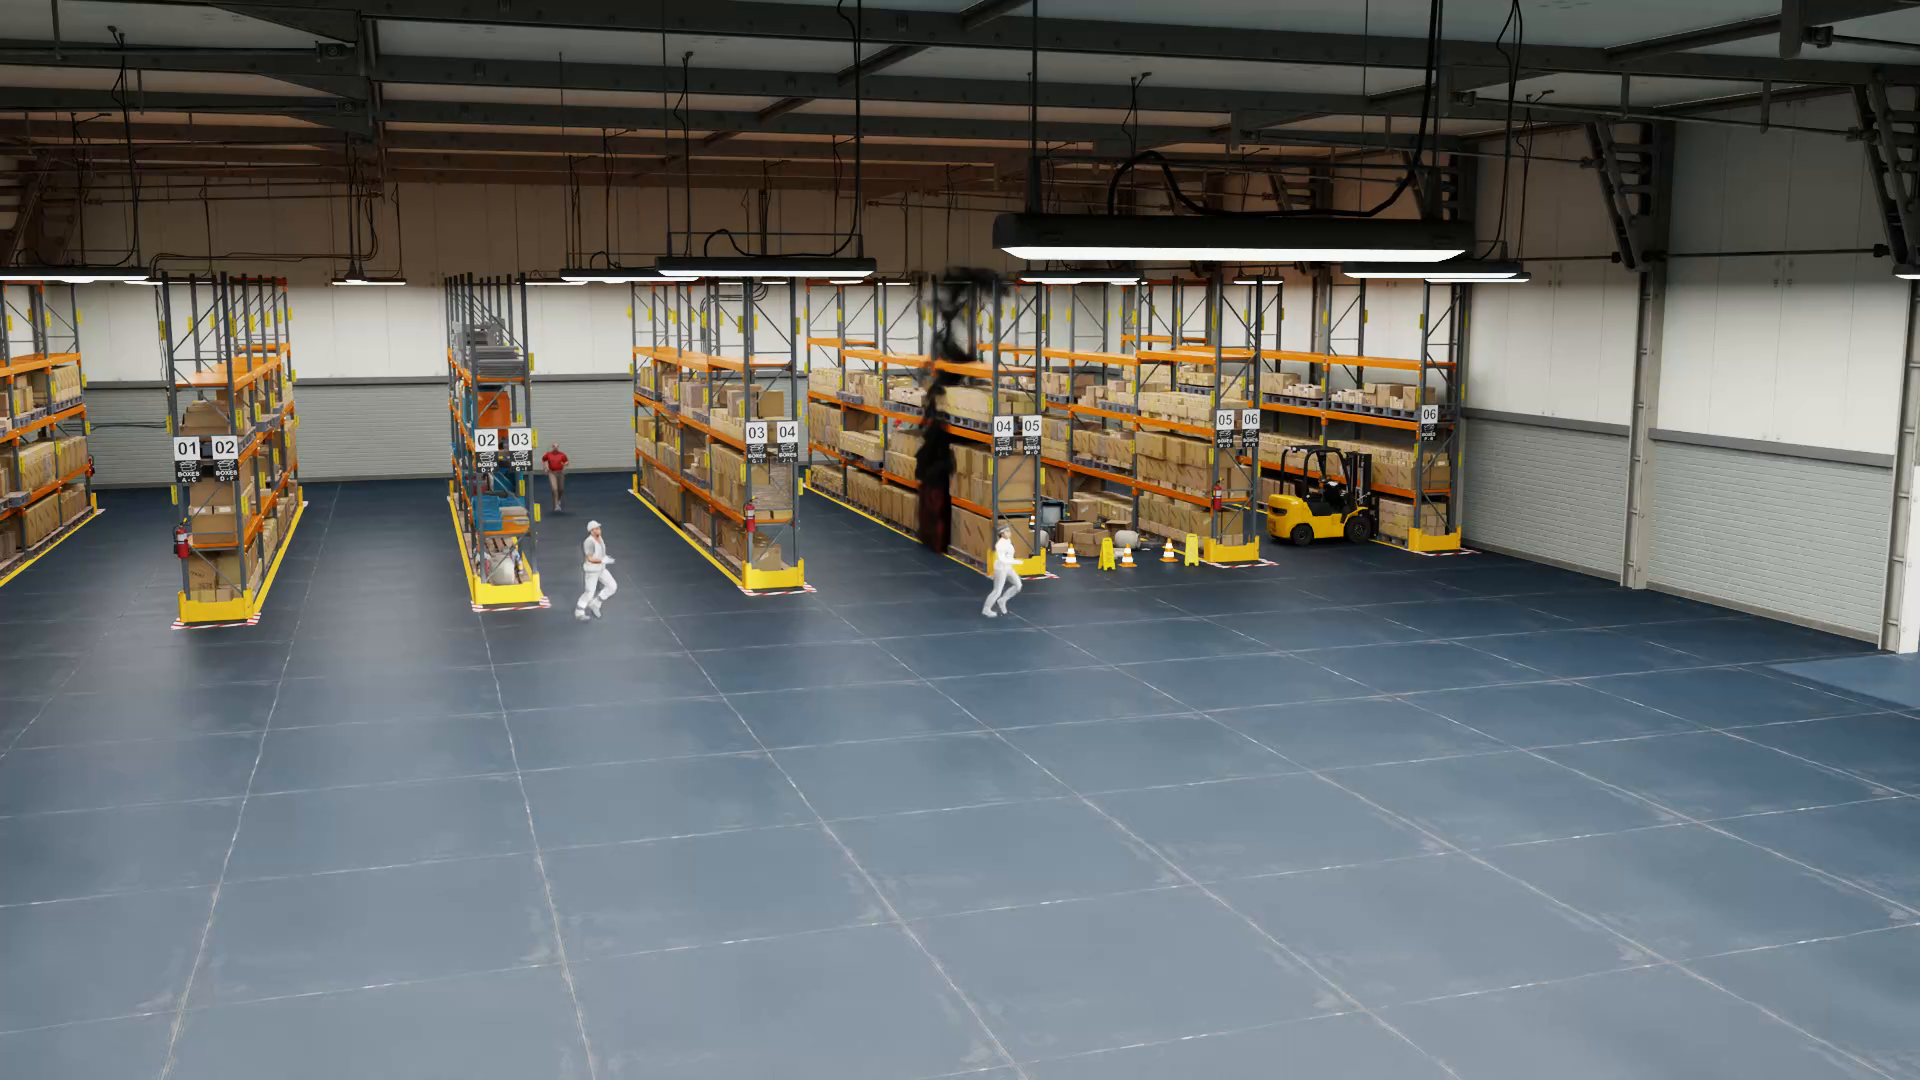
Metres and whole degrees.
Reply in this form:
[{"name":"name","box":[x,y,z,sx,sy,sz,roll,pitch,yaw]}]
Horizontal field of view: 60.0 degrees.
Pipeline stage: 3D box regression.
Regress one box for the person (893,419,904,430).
[{"name":"person","box":[-1.815,-2.798,50.614,1.002,1.803,0.672,-2,9,-15]}]

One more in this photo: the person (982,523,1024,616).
[{"name":"person","box":[0.740,0.512,29.104,0.685,1.650,0.631,4,10,26]}]

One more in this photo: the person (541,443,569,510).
[{"name":"person","box":[-10.517,-1.679,43.325,0.663,1.715,0.989,-4,10,-26]}]

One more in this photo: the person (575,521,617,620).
[{"name":"person","box":[-6.266,0.520,28.712,0.821,1.733,0.682,3,9,20]}]
